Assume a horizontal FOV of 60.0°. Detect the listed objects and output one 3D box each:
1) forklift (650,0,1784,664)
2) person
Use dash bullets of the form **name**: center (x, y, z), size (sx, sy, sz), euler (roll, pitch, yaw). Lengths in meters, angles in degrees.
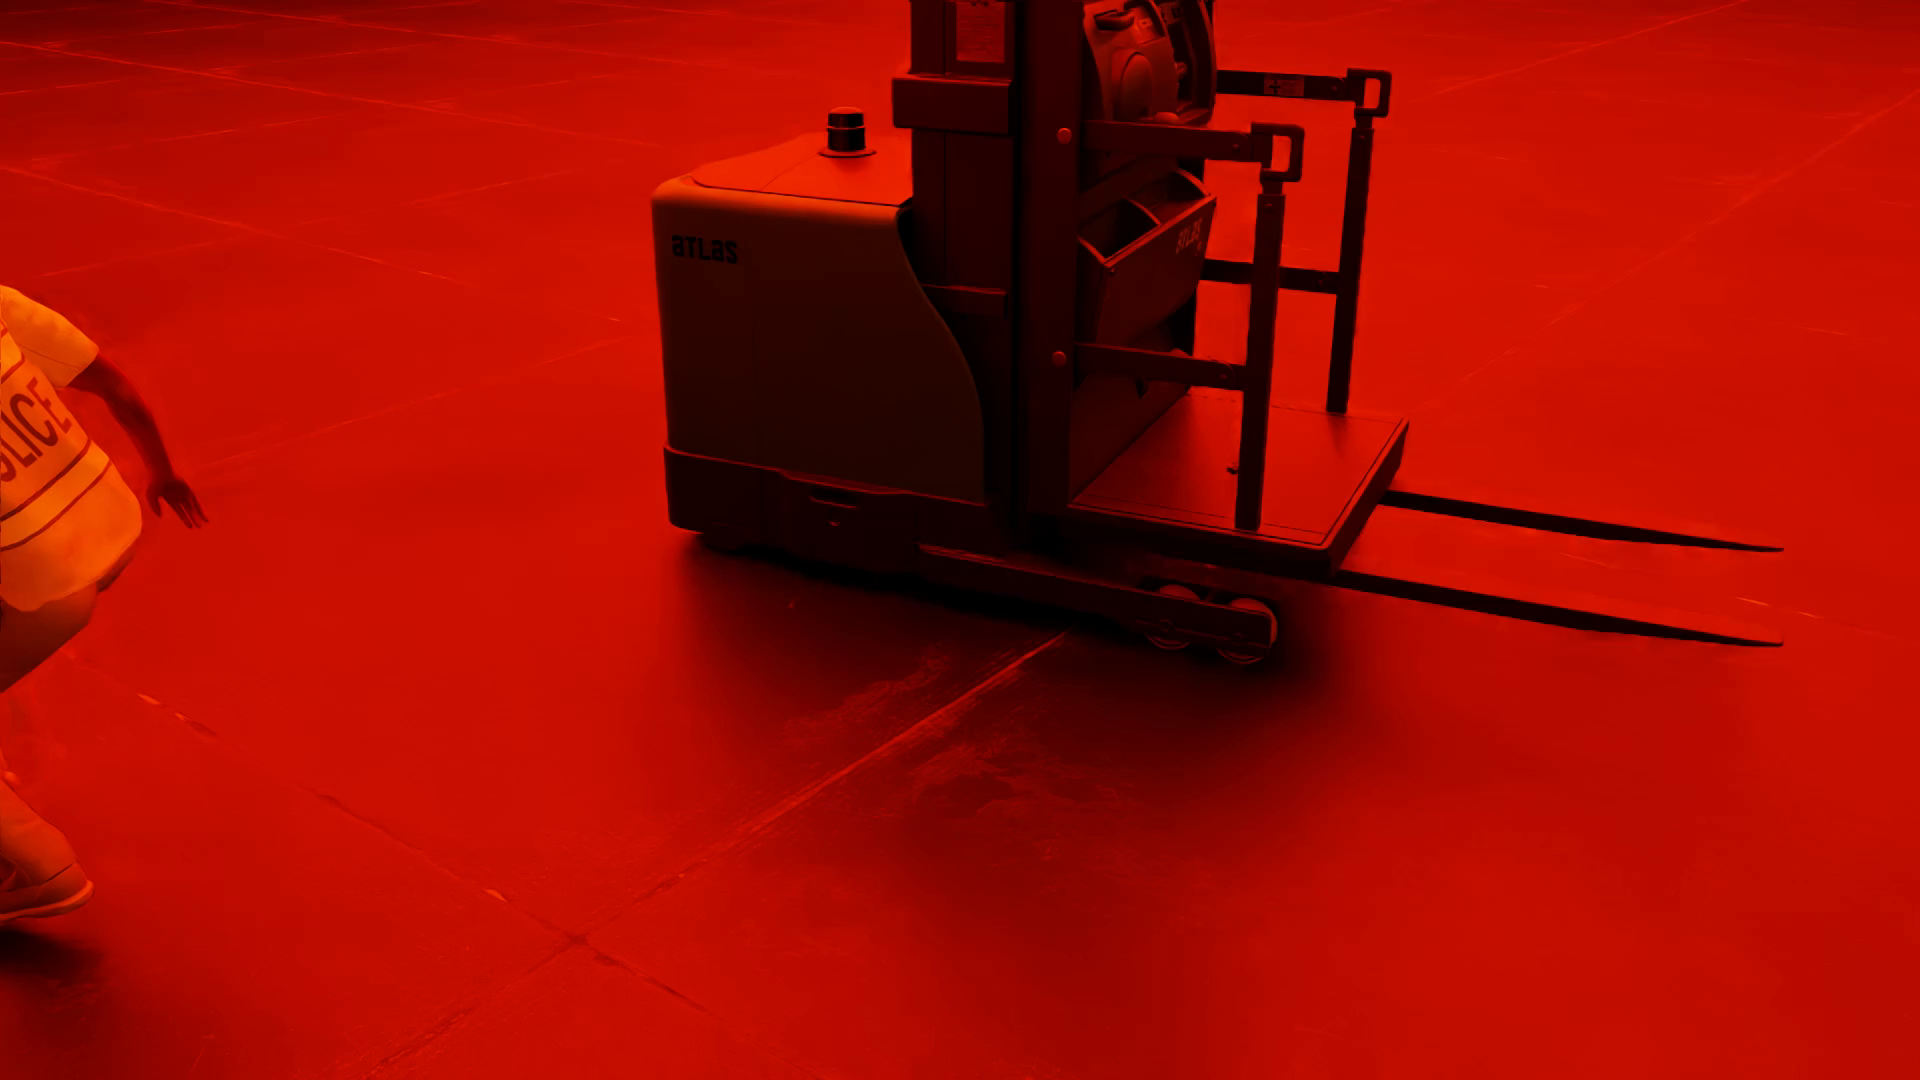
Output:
- **forklift**: center (0.685, -1.266, 4.250), size (3.031, 2.935, 1.130), euler (10, 25, 22)
- **person**: center (-1.940, -0.003, 3.183), size (0.704, 1.459, 0.687), euler (4, 24, 8)
